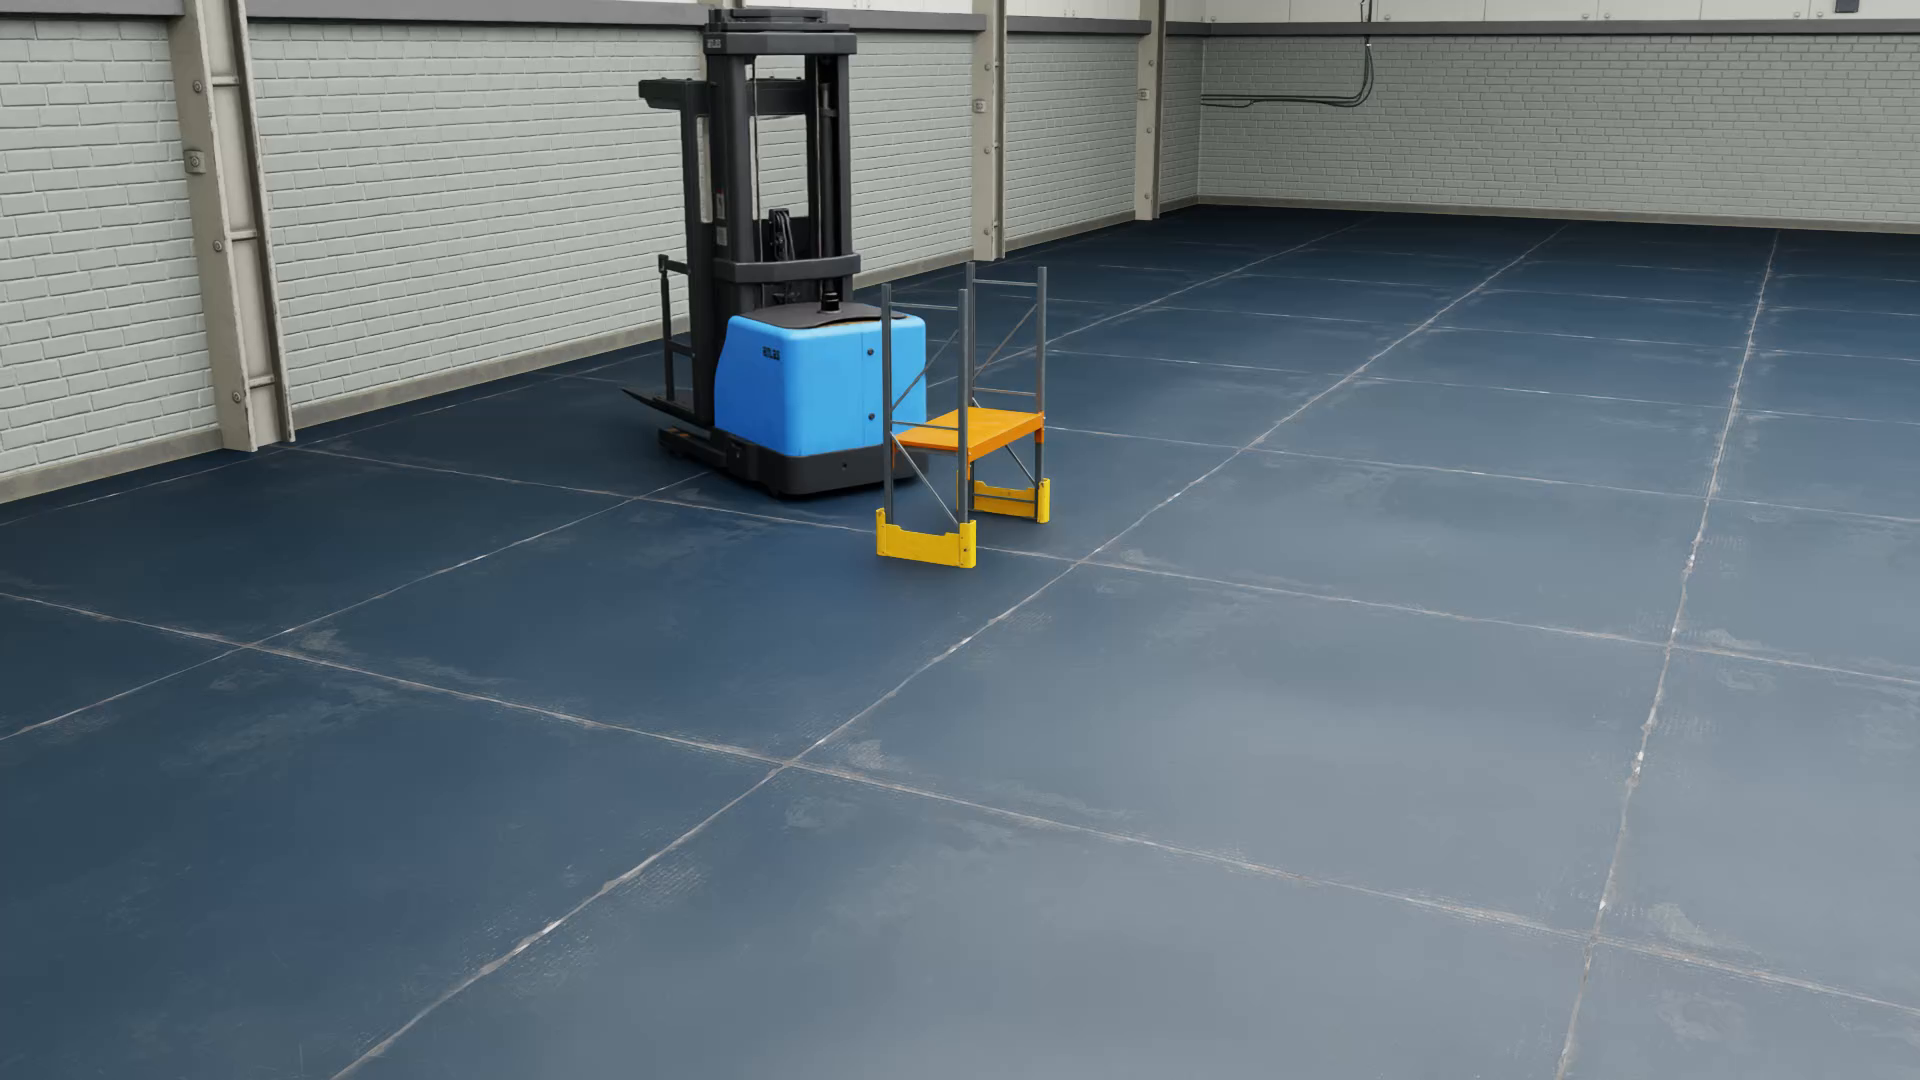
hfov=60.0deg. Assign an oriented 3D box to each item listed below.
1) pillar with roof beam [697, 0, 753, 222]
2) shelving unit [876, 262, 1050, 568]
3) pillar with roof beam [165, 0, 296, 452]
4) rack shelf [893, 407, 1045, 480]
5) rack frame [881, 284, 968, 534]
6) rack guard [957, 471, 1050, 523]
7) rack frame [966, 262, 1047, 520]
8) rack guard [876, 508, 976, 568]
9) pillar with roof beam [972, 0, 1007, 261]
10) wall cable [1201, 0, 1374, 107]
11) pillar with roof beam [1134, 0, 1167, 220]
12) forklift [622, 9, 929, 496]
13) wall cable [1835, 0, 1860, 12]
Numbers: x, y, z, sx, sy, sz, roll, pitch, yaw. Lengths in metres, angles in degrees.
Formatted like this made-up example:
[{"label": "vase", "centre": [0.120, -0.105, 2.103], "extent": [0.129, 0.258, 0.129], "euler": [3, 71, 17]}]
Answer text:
[{"label": "pillar with roof beam", "centre": [1.545, -5.978, 13.847], "extent": [9.100, 9.000, 0.400], "euler": [8, 18, 25]}, {"label": "shelving unit", "centre": [0.034, -0.738, 9.376], "extent": [0.587, 1.500, 1.083], "euler": [8, 18, 25]}, {"label": "pillar with roof beam", "centre": [-1.136, -4.450, 8.701], "extent": [9.100, 9.000, 0.400], "euler": [8, 18, 25]}, {"label": "rack shelf", "centre": [0.038, -0.568, 9.435], "extent": [0.538, 0.185, 1.000], "euler": [8, 18, 25]}, {"label": "rack frame", "centre": [-0.189, -0.611, 8.948], "extent": [0.500, 1.500, 0.032], "euler": [8, 18, 25]}, {"label": "rack guard", "centre": [0.257, -0.266, 9.981], "extent": [0.587, 0.250, 0.087], "euler": [8, 18, 25]}, {"label": "rack frame", "centre": [0.265, -0.870, 9.820], "extent": [0.500, 1.500, 0.032], "euler": [8, 18, 25]}, {"label": "rack guard", "centre": [-0.188, -0.012, 9.127], "extent": [0.587, 0.250, 0.087], "euler": [8, 18, 25]}, {"label": "pillar with roof beam", "centre": [4.226, -7.506, 18.992], "extent": [9.100, 9.000, 0.400], "euler": [8, 18, 25]}, {"label": "wall cable", "centre": [5.555, -8.676, 28.384], "extent": [3.097, 2.526, 0.112], "euler": [8, 18, 25]}, {"label": "pillar with roof beam", "centre": [6.907, -9.035, 24.138], "extent": [9.100, 9.000, 0.400], "euler": [8, 18, 25]}, {"label": "forklift", "centre": [-1.445, -2.042, 11.253], "extent": [1.130, 2.935, 3.031], "euler": [-11, 20, -33]}, {"label": "wall cable", "centre": [14.041, -10.583, 23.378], "extent": [2.305, 6.003, 0.169], "euler": [8, 18, 25]}]
